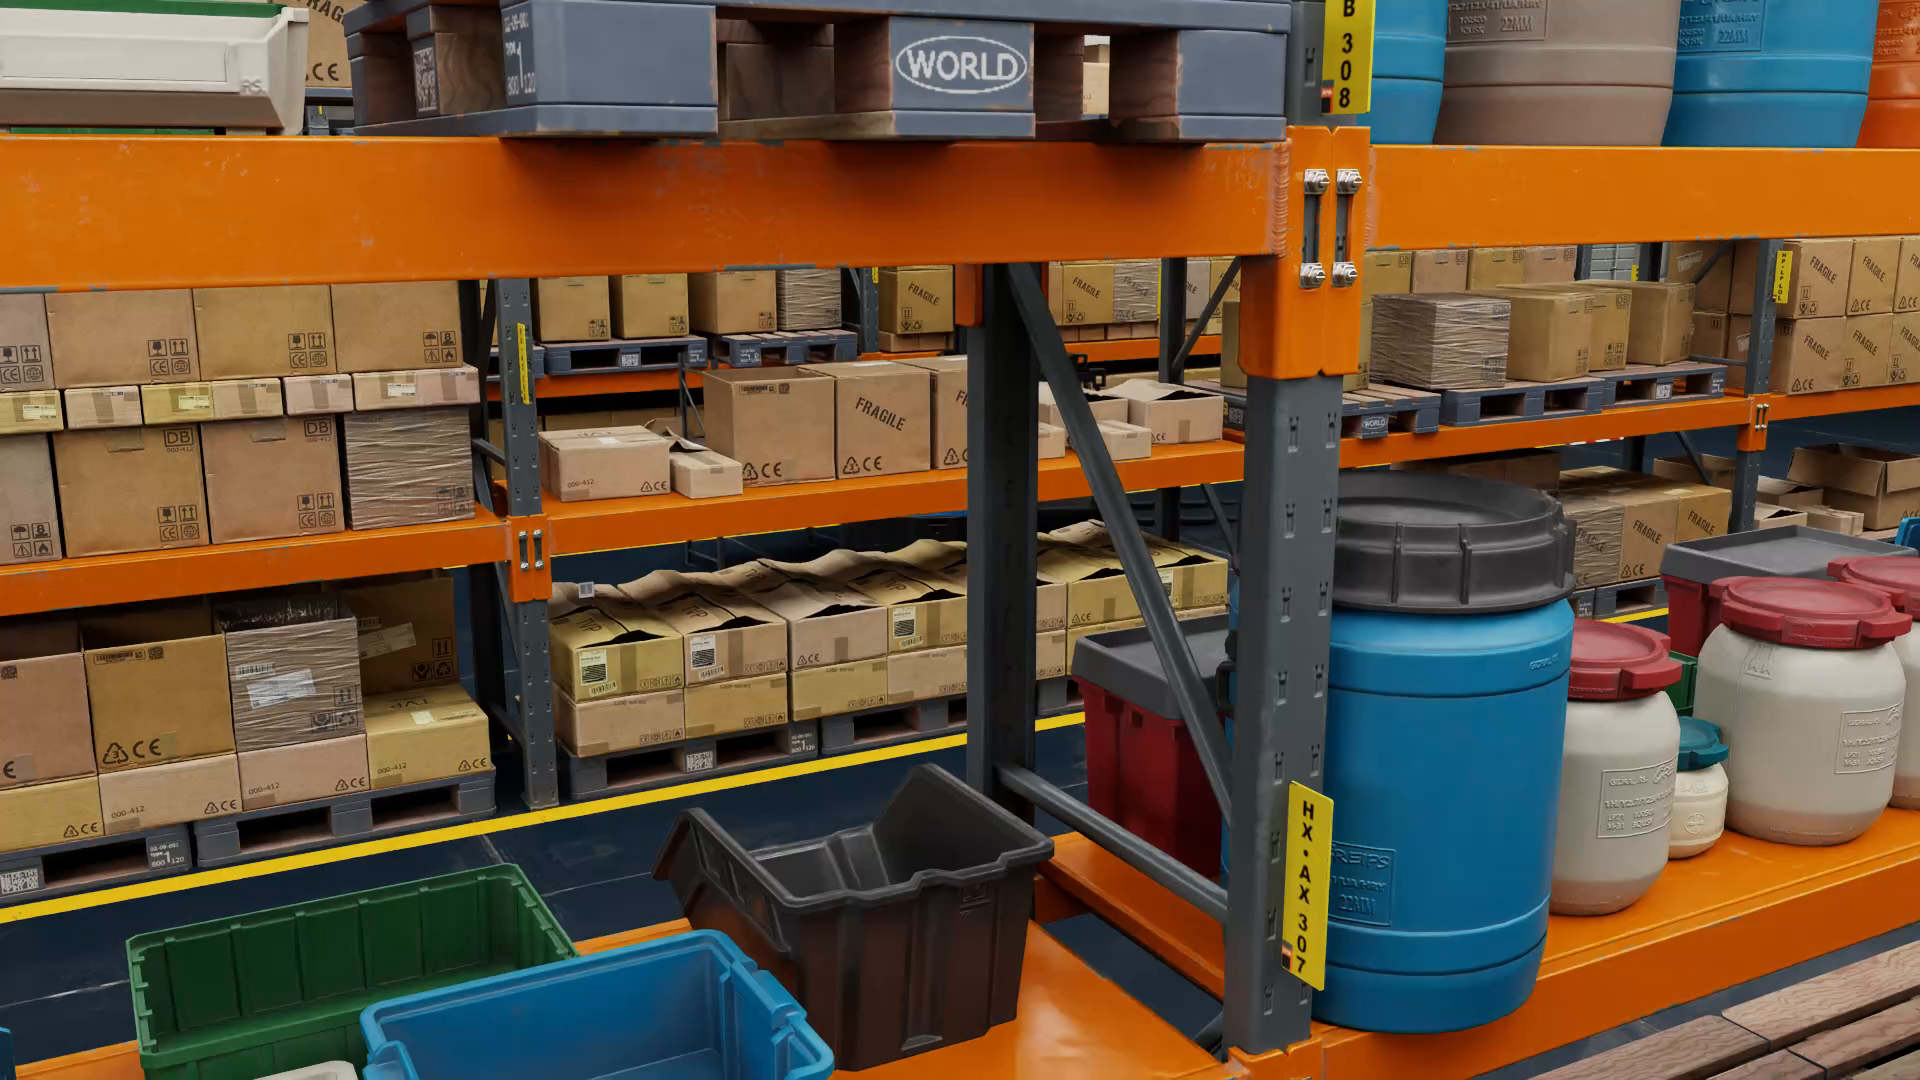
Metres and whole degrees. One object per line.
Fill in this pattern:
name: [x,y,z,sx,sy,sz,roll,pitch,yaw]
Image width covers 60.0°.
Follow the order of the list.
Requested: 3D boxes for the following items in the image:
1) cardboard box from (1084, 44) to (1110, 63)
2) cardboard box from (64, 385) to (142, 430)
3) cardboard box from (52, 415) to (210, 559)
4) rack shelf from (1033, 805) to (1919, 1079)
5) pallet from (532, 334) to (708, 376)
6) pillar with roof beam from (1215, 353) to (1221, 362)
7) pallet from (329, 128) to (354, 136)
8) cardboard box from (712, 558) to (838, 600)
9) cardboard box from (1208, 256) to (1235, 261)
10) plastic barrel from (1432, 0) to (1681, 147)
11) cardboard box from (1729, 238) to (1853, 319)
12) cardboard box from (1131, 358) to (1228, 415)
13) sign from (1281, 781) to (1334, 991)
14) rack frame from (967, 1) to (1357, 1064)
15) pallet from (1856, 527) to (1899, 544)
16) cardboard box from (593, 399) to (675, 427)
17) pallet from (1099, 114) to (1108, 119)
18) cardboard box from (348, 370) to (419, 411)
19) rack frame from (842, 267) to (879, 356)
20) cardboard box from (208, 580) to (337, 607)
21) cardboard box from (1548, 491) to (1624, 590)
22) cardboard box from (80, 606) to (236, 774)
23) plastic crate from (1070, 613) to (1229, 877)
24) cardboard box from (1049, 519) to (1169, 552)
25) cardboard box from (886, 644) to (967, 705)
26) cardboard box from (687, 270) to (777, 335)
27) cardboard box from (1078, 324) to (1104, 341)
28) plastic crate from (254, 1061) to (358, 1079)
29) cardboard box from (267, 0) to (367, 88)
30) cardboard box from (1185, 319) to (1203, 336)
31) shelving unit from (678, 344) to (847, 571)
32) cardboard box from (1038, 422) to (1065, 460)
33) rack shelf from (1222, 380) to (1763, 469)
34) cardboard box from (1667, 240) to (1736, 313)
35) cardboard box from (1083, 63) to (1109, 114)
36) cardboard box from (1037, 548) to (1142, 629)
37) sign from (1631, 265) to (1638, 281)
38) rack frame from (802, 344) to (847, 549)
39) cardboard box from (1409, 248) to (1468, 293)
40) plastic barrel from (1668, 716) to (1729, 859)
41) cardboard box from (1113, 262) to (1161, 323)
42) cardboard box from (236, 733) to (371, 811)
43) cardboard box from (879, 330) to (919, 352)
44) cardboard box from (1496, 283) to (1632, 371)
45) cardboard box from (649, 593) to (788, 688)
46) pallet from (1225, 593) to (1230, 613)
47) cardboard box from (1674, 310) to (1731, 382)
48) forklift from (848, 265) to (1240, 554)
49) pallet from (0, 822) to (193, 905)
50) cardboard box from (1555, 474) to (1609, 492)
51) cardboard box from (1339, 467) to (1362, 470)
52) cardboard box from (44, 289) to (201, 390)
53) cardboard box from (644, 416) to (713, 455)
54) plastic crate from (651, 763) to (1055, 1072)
cardboard box: [1.266,-4.131,14.364,0.500,0.250,0.500,-7,15,-30]
cardboard box: [-3.317,-0.533,6.440,0.250,0.149,0.380,-6,14,-26]
cardboard box: [-3.355,-0.263,6.718,0.500,0.500,0.700,-7,14,-27]
rack shelf: [2.059,0.725,4.196,4.000,0.370,1.077,-7,14,-28]
pallet: [-2.650,-1.436,12.596,1.213,0.211,1.003,-7,14,-28]
pillar with roof beam: [4.842,-4.504,12.128,0.400,9.000,9.100,-7,14,-28]
pallet: [-3.850,-2.741,11.554,1.003,0.211,1.213,-7,14,-28]
cardboard box: [-0.955,0.286,8.534,0.500,0.311,0.500,-7,14,-28]
cardboard box: [2.291,-2.638,14.840,0.500,0.250,0.500,-6,14,-26]
plastic barrel: [1.220,-1.288,3.527,0.600,0.901,0.600,0,13,0]
cardboard box: [5.504,-1.744,11.024,0.500,0.500,0.500,-6,14,-26]
cardboard box: [2.071,-1.229,15.180,0.750,0.750,0.750,-7,14,-27]
sign: [0.558,0.556,2.675,0.005,0.325,0.100,-7,14,-28]
rack frame: [0.304,0.584,3.182,0.127,3.000,1.000,-7,14,-28]
pallet: [6.631,-0.053,12.366,1.213,0.211,1.003,-7,14,-28]
cardboard box: [-2.518,-0.918,12.841,0.500,0.250,0.500,-7,14,-28]
pallet: [0.892,-2.074,8.593,1.003,0.211,1.213,-6,14,-25]
cardboard box: [-2.420,-0.641,6.919,0.250,0.149,0.380,-7,15,-29]
rack frame: [-0.932,-1.746,13.535,0.127,3.000,1.000,-7,14,-28]
cardboard box: [-3.058,0.442,7.410,0.500,0.500,0.500,-7,14,-28]
cardboard box: [3.782,0.003,10.457,0.500,0.500,0.500,-7,14,-27]
cardboard box: [-3.250,0.594,6.734,0.500,0.500,0.500,-7,14,-28]
plastic crate: [0.582,0.443,3.663,0.583,0.464,0.402,-7,14,-28]
cardboard box: [0.844,0.070,9.496,0.500,0.311,0.500,-6,14,-26]
cardboard box: [-0.244,0.609,8.377,0.500,0.250,0.500,-7,14,-27]
cardboard box: [-1.817,-1.894,12.963,0.500,0.500,0.700,-8,15,-33]
cardboard box: [1.043,-1.813,14.359,0.250,0.149,0.380,-6,14,-26]
plastic crate: [-1.000,0.932,2.235,0.437,0.136,0.530,-7,14,-28]
cardboard box: [-2.635,-2.154,7.014,0.500,0.500,0.500,-6,14,-23]
cardboard box: [1.959,-1.914,14.810,0.250,0.149,0.380,-6,14,-26]
shelving unit: [-1.389,-0.586,11.797,1.048,1.500,0.538,-10,16,-37]
cardboard box: [0.352,-0.524,8.678,0.250,0.149,0.380,-6,14,-24]
rack shelf: [3.200,-0.651,10.309,4.000,0.370,1.077,-7,14,-28]
cardboard box: [5.275,-1.852,11.502,0.500,0.500,0.500,-7,14,-28]
cardboard box: [0.622,-2.270,8.415,0.500,0.250,0.500,-6,14,-26]
cardboard box: [0.650,0.230,8.785,0.500,0.311,0.500,-7,14,-29]
sign: [4.689,-1.739,11.531,0.005,0.325,0.100,-7,14,-28]
rack frame: [-0.989,-0.655,12.104,0.032,1.500,0.500,-10,16,-37]
cardboard box: [4.340,-2.521,16.297,0.700,0.700,0.980,-8,15,-31]
plastic barrel: [1.539,0.542,3.685,0.301,0.262,0.301,0,13,0]
cardboard box: [1.406,-2.167,14.453,0.500,0.500,0.500,-7,14,-28]
cardboard box: [-2.812,0.907,7.052,0.500,0.250,0.500,-7,14,-28]
cardboard box: [-0.532,-1.623,13.516,0.250,0.149,0.380,-7,14,-29]
cardboard box: [3.859,-1.375,10.702,0.500,0.500,0.700,-4,13,-19]
cardboard box: [-1.142,0.445,7.829,0.500,0.311,0.500,-7,14,-29]
pallet: [2.118,0.497,9.918,1.213,0.211,1.003,-7,14,-28]
cardboard box: [5.271,-1.363,11.607,0.500,0.500,0.500,-7,14,-27]
forklift: [0.680,-1.422,12.251,3.031,2.935,1.130,-1,13,-3]
pallet: [-3.856,1.194,6.821,1.213,0.211,1.003,-7,14,-28]
cardboard box: [3.951,-0.145,11.115,0.500,0.500,0.500,-7,14,-27]
cardboard box: [2.201,-0.303,10.107,0.500,0.250,0.500,-6,14,-26]
cardboard box: [-3.335,-0.899,6.588,0.500,0.500,0.700,-7,14,-28]
cardboard box: [-1.382,-0.433,8.008,0.258,0.266,0.396,-7,15,-29]
plastic crate: [-0.217,0.645,3.053,0.504,0.338,0.767,-7,14,-28]
